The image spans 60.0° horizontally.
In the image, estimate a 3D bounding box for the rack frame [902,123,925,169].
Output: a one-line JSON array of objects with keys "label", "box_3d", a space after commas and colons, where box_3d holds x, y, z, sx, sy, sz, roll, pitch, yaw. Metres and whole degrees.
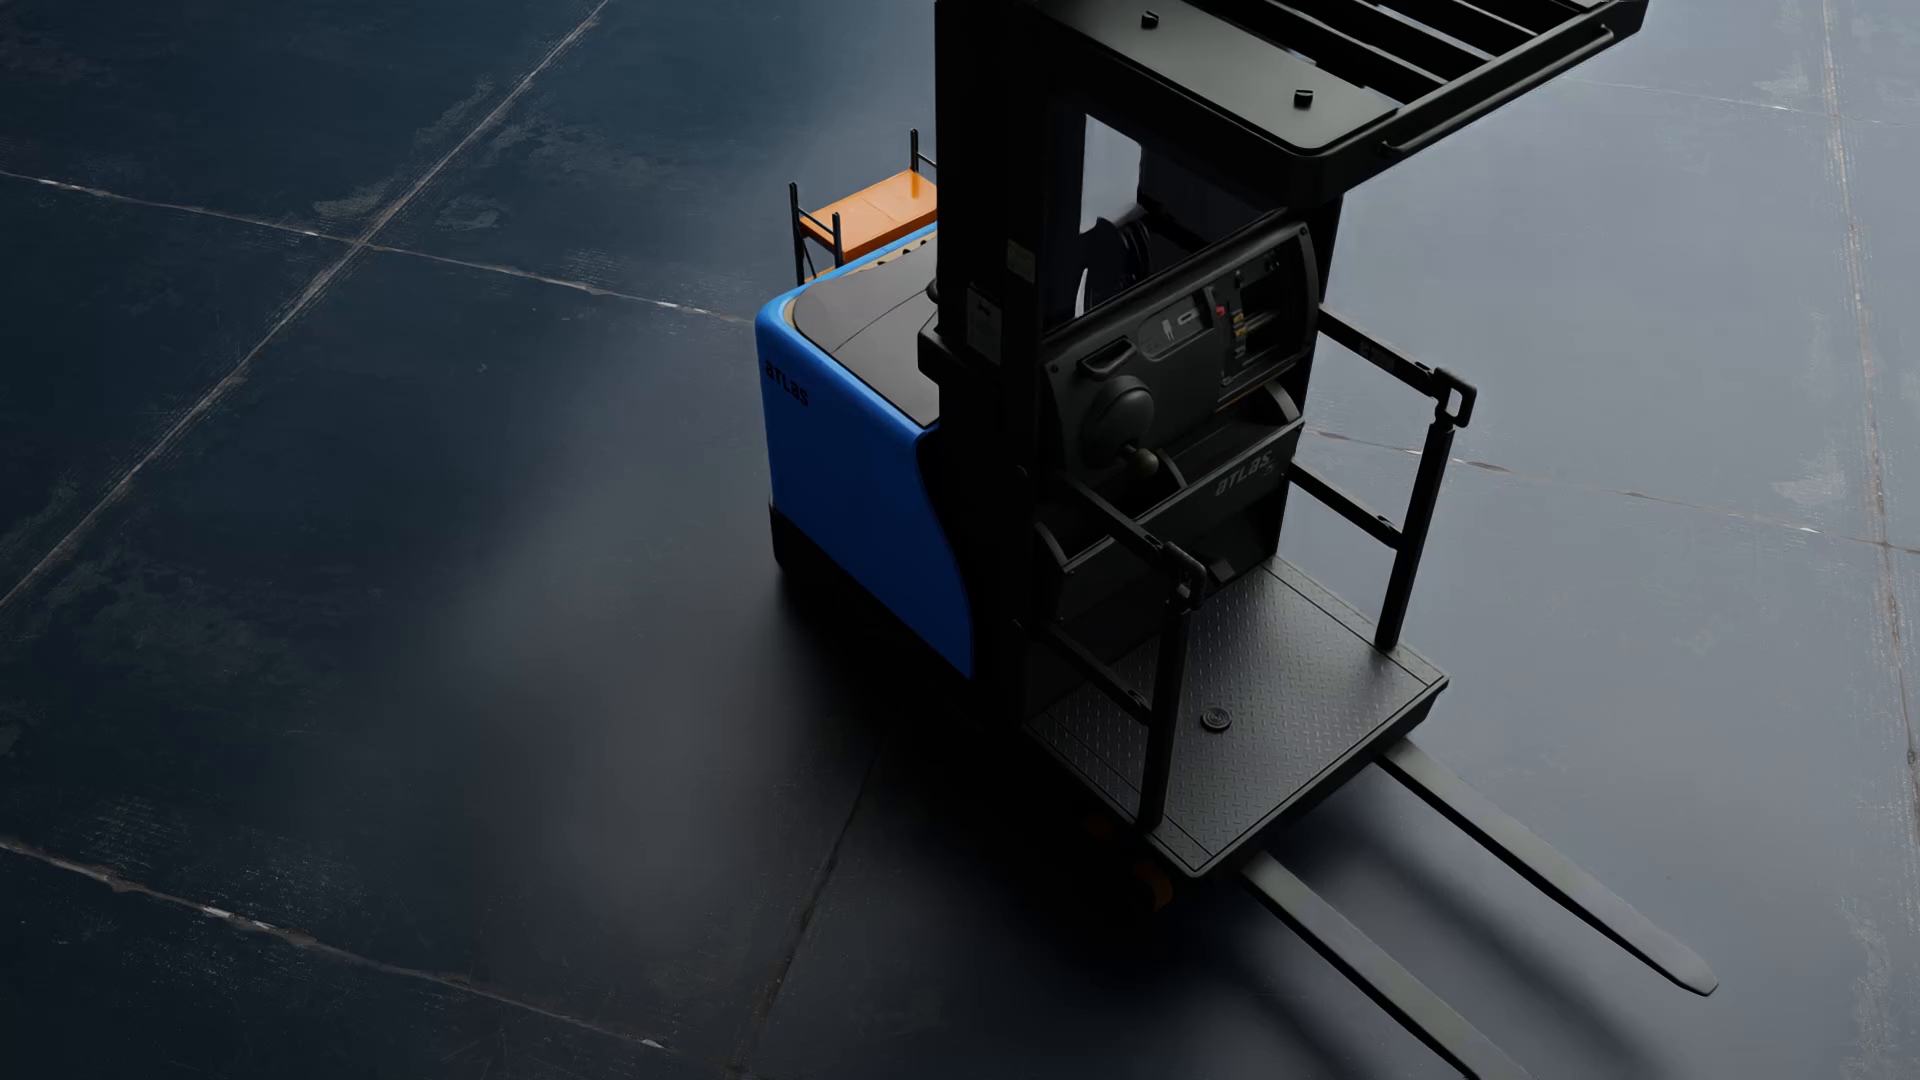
[{"label": "rack frame", "box_3d": [-0.104, -0.865, 5.776, 0.015, 1.200, 0.240, -31, 52, -28]}]

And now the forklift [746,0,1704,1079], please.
[{"label": "forklift", "box_3d": [0.685, -0.425, 4.089, 1.130, 2.935, 3.031, -31, 52, -28]}]

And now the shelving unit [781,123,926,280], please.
[{"label": "shelving unit", "box_3d": [-0.289, -0.754, 5.663, 0.503, 1.200, 0.258, -31, 52, -28]}]

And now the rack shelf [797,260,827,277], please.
[{"label": "rack shelf", "box_3d": [-0.289, -0.866, 5.553, 0.480, 0.148, 0.258, -31, 52, -28]}]

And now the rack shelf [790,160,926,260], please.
[{"label": "rack shelf", "box_3d": [-0.290, -1.035, 5.388, 0.480, 0.148, 0.258, -31, 52, -28]}]

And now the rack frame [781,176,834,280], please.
[{"label": "rack frame", "box_3d": [-0.475, -0.643, 5.549, 0.015, 1.200, 0.240, -31, 52, -28]}]
